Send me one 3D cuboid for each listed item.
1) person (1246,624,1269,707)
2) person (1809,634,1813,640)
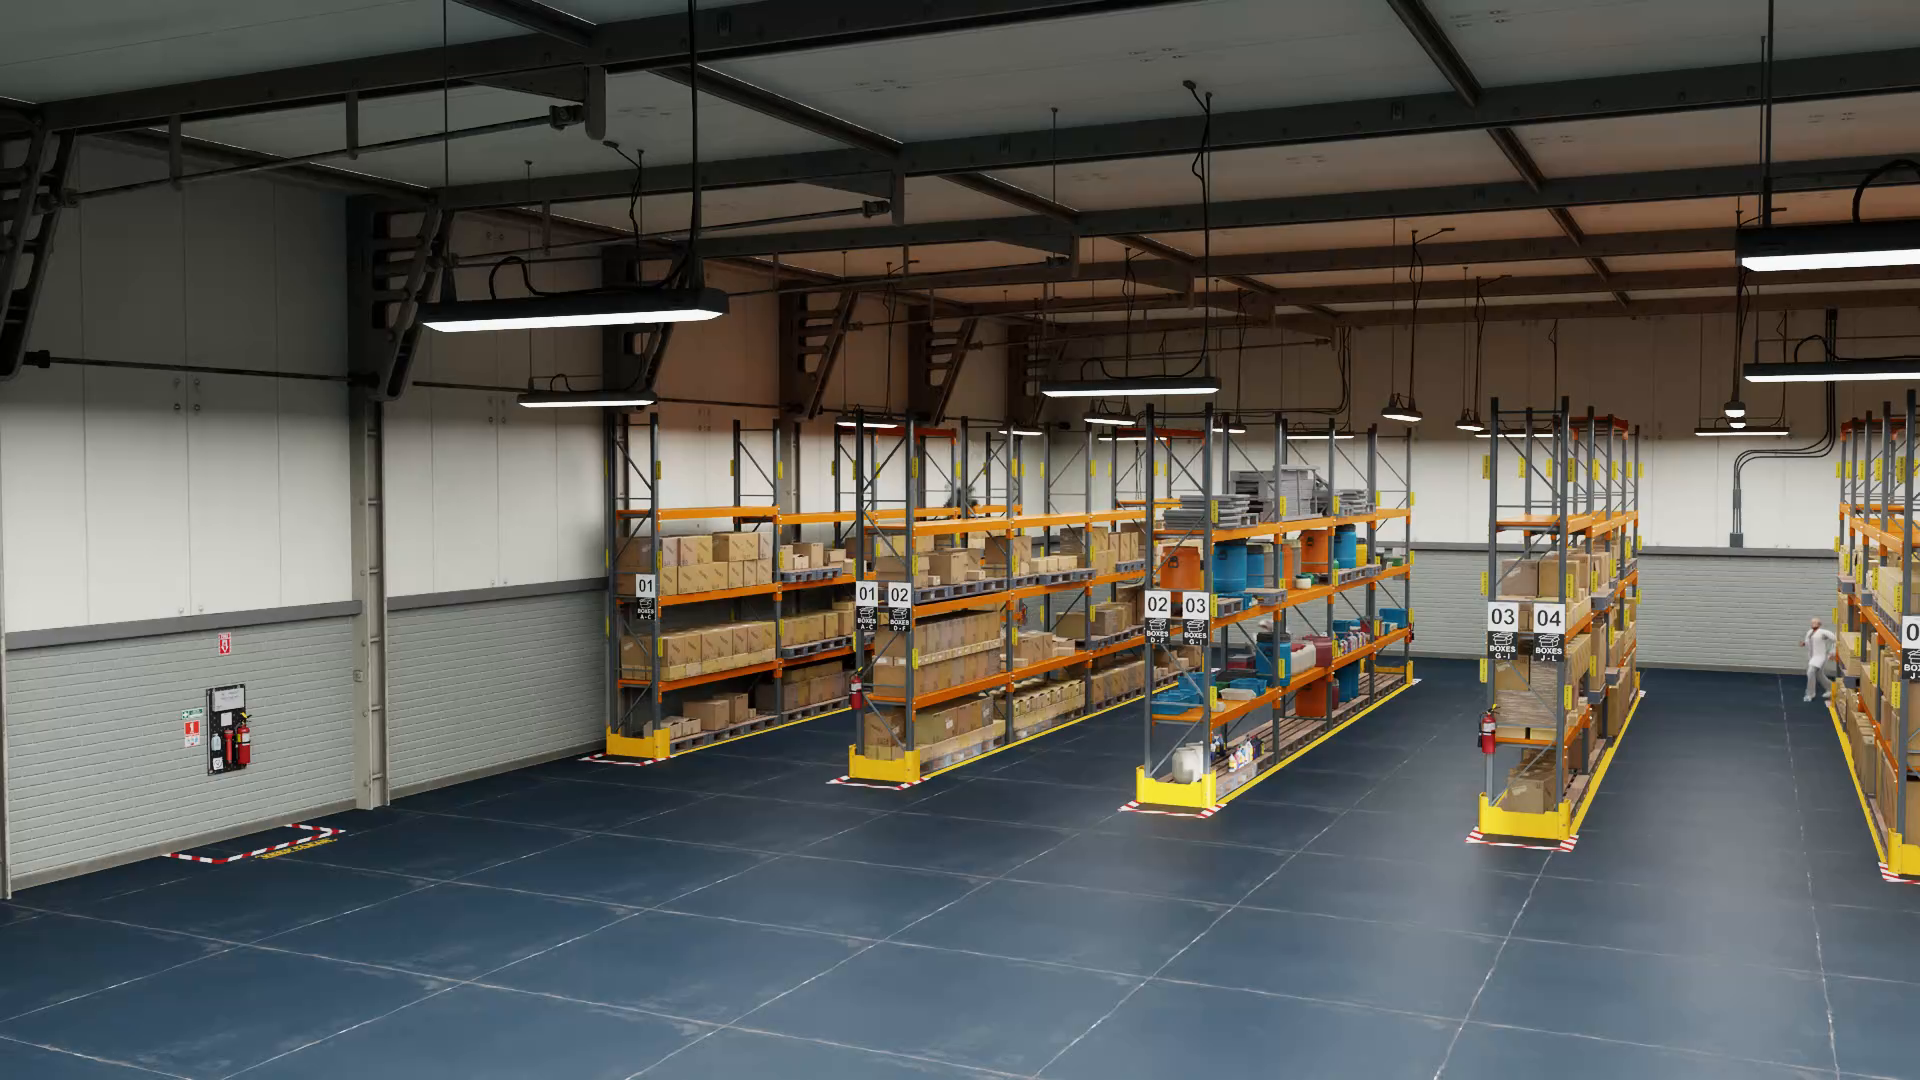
[{"bbox_3d":[6.437,2.644,35.391,0.686,1.817,0.773,1,3,26],"label":"person"},{"bbox_3d":[18.487,2.106,36.086,0.078,0.147,0.076,0,2,-9],"label":"person"}]
